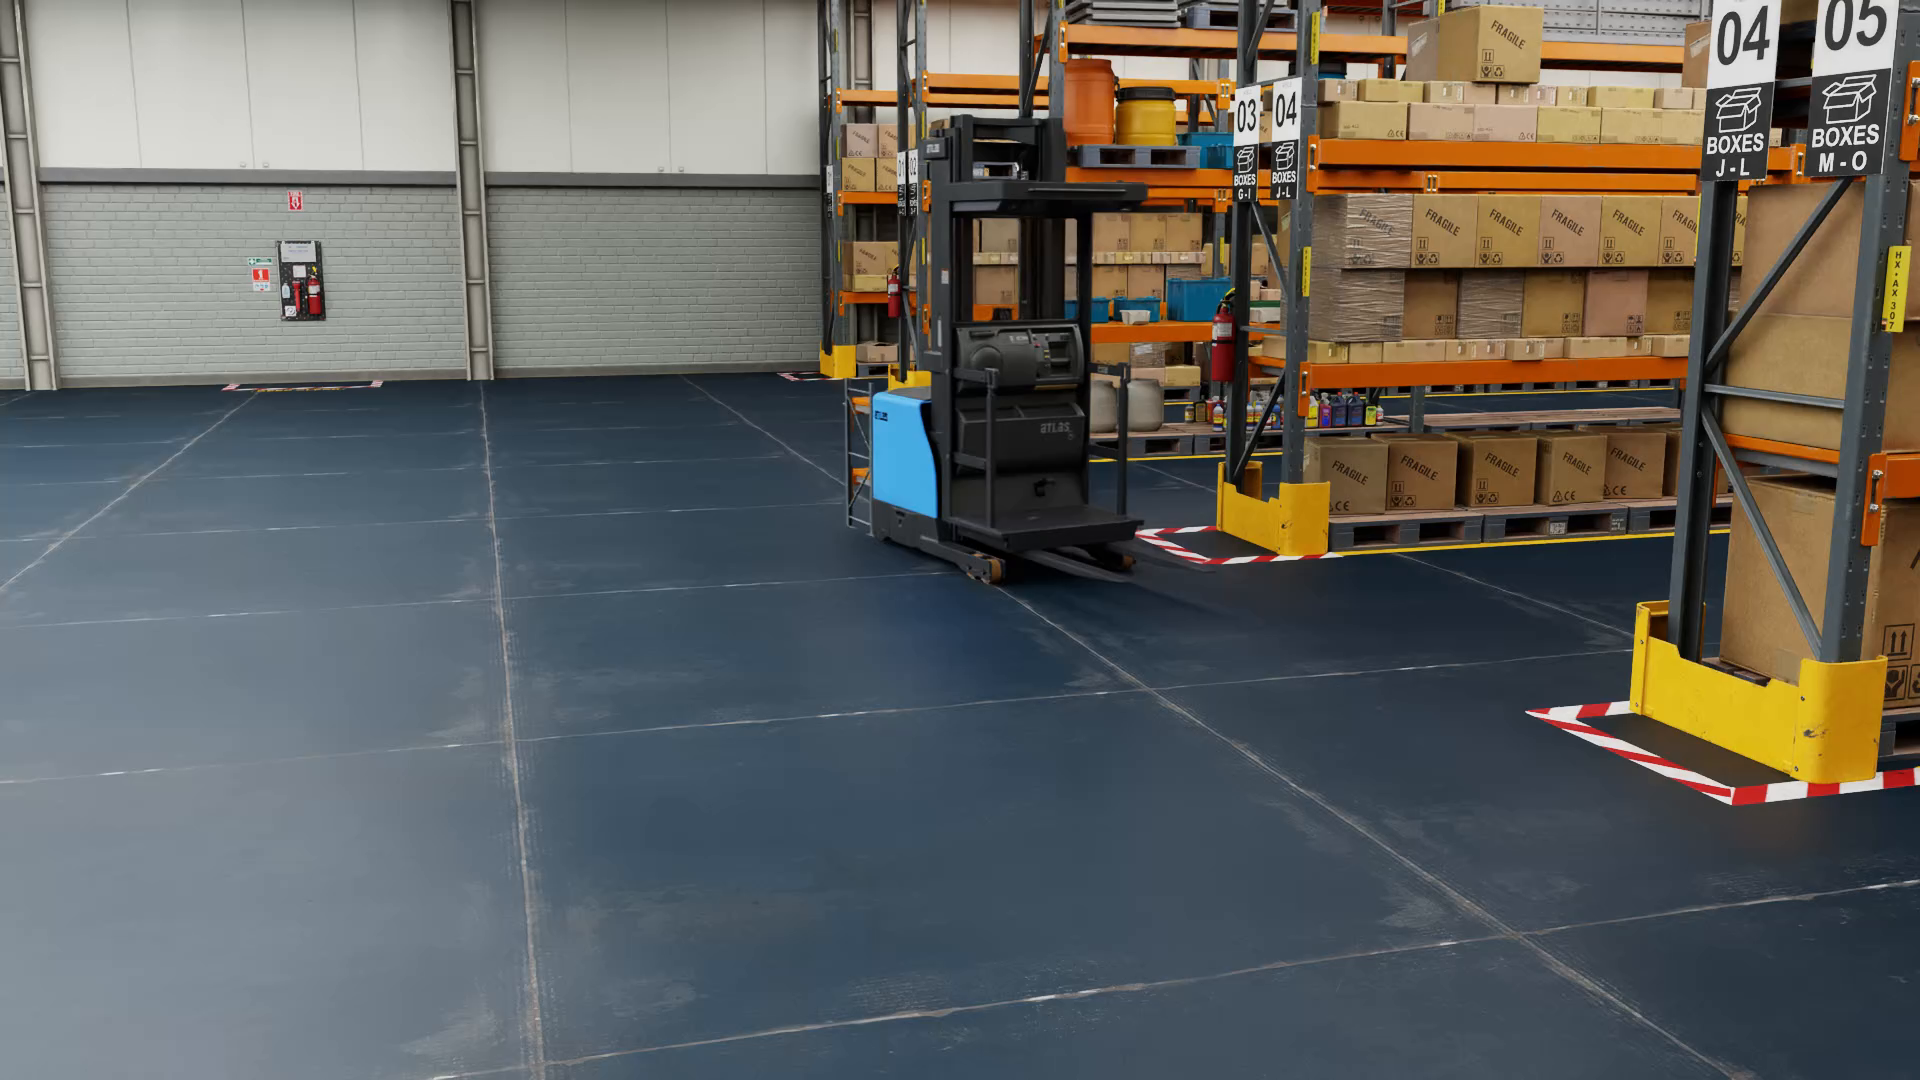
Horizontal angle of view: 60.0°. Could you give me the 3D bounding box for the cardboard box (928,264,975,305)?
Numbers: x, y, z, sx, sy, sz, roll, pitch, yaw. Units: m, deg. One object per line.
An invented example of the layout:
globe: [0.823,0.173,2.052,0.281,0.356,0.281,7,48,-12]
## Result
cardboard box: [-0.147,-3.259,21.188,0.500,0.500,0.700,-3,11,-16]

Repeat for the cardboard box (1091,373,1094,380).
cardboard box: [1.418,-2.107,21.640,0.500,0.250,0.500,-3,11,-16]

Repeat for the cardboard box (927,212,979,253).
cardboard box: [-0.097,-3.900,21.086,0.500,0.500,0.700,-3,11,-16]

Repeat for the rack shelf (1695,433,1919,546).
rack shelf: [5.376,-0.346,7.629,4.000,0.370,1.077,-3,11,-16]

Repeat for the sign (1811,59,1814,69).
sign: [6.166,-3.304,11.997,0.005,0.325,0.100,-3,11,-16]

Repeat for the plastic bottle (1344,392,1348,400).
plastic bottle: [4.194,-1.464,18.036,0.097,0.271,0.097,0,10,0]

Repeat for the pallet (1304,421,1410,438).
pallet: [3.966,-1.131,17.610,1.213,0.211,1.003,-3,11,-16]

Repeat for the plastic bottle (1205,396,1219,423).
plastic bottle: [2.672,-1.381,17.572,0.135,0.276,0.152,-3,11,-16]

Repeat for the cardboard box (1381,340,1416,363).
cardboard box: [2.996,-1.335,11.707,0.250,0.149,0.380,-3,11,-16]

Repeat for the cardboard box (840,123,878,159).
cardboard box: [-1.550,-6.053,25.262,0.500,0.500,0.500,-4,11,-20]

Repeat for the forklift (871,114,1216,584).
forklift: [0.503,-1.253,10.757,1.130,2.935,3.031,-6,12,-28]

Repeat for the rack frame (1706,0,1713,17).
rack frame: [8.463,-5.682,18.059,0.127,3.000,1.000,-3,11,-16]

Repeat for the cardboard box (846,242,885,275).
cardboard box: [-1.445,-4.326,25.549,0.500,0.500,0.500,-3,11,-16]

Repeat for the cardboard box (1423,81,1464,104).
cardboard box: [3.261,-3.069,11.462,0.250,0.149,0.380,-3,11,-14]

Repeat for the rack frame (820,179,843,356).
rack frame: [-1.987,-4.049,25.758,0.127,3.000,1.000,-3,11,-16]

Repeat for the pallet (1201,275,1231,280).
pallet: [3.805,-4.253,27.391,1.213,0.211,1.003,-3,11,-16]

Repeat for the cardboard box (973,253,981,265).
cardboard box: [0.090,-3.553,20.993,0.250,0.149,0.380,-3,11,-17]

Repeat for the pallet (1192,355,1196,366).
pallet: [3.774,-2.982,27.664,1.213,0.211,1.003,-3,11,-16]

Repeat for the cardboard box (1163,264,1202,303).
cardboard box: [2.817,-3.417,22.044,0.500,0.500,0.700,-3,11,-17]

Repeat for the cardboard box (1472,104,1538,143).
cardboard box: [3.671,-2.899,11.636,0.500,0.250,0.500,-3,11,-16]

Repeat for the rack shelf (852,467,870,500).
rack shelf: [-0.281,-0.419,12.566,1.000,0.278,0.538,-5,12,-26]

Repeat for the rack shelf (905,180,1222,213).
rack shelf: [1.321,-4.411,21.425,4.000,0.370,1.077,-3,11,-16]

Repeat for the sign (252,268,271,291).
sign: [-10.261,-3.821,24.417,0.234,0.329,0.001,-3,11,-16]

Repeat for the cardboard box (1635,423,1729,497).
cardboard box: [5.611,-0.633,12.942,0.500,0.500,0.500,-3,11,-18]

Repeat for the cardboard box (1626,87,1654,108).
cardboard box: [4.750,-3.155,11.930,0.250,0.149,0.380,-3,11,-14]

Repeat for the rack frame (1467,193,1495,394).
rack frame: [7.082,-3.593,23.280,0.127,3.000,1.000,-3,11,-16]

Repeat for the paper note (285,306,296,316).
paper note: [-9.891,-3.383,24.571,0.142,0.148,0.016,-3,11,-16]

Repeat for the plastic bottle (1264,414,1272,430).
plastic bottle: [3.130,-1.232,16.969,0.097,0.201,0.097,0,10,0]

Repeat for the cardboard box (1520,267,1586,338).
cardboard box: [4.124,-1.772,12.289,0.500,0.500,0.875,-3,11,-16]

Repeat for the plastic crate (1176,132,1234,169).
plastic crate: [2.528,-3.943,16.941,0.575,0.384,0.392,-3,11,-16]

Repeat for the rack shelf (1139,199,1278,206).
rack shelf: [3.773,-5.474,27.201,4.000,0.370,1.077,-3,11,-16]

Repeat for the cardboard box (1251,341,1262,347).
cardboard box: [4.190,-2.523,22.352,0.500,0.311,0.500,-3,11,-17]

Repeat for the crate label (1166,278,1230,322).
crate label: [2.473,-2.485,17.161,0.616,0.435,0.502,-3,11,-16]

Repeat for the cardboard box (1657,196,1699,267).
cardboard box: [5.172,-2.260,12.177,0.500,0.500,0.500,-3,11,-16]

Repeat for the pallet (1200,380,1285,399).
pallet: [3.938,-2.064,22.673,1.213,0.211,1.003,-3,11,-16]

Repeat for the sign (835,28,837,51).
sign: [-1.836,-7.404,24.611,0.005,0.325,0.100,-3,11,-16]

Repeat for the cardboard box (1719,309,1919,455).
cardboard box: [3.799,-0.699,7.146,0.550,0.550,0.875,-3,11,-16]

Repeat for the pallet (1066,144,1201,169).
pallet: [1.603,-3.734,16.283,1.213,0.211,1.003,-3,11,-16]

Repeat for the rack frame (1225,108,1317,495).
rack frame: [2.166,-1.466,11.726,0.127,3.000,1.000,-3,11,-16]

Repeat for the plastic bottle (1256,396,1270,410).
plastic bottle: [3.207,-1.382,17.577,0.135,0.276,0.152,-3,11,-16]

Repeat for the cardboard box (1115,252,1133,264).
cardboard box: [2.063,-3.657,21.558,0.250,0.149,0.380,-3,11,-16]

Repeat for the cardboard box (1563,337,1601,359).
cardboard box: [4.438,-1.410,12.113,0.250,0.149,0.380,-3,11,-16]

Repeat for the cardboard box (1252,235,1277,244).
cardboard box: [5.066,-4.997,27.624,0.250,0.149,0.380,-5,12,-25]

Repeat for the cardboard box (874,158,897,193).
cardboard box: [-1.071,-5.578,25.445,0.500,0.500,0.500,-2,11,-12]

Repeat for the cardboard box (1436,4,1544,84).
cardboard box: [3.667,-3.411,11.526,0.500,0.500,0.500,-3,11,-16]

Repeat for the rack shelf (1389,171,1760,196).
rack shelf: [6.542,-3.752,17.846,4.000,0.370,1.077,-3,11,-16]

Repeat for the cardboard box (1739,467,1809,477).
cardboard box: [6.602,-0.683,13.160,0.500,0.500,0.700,-4,11,-20]

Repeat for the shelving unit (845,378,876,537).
shelving unit: [-0.281,-0.659,12.522,1.048,1.125,0.538,-5,12,-26]

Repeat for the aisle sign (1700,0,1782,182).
aisle sign: [3.303,-1.926,7.043,0.004,0.787,0.394,-3,11,-16]

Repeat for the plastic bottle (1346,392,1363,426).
plastic bottle: [4.084,-1.361,17.253,0.185,0.351,0.144,-3,11,-17]

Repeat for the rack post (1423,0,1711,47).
rack post: [6.489,-5.693,17.564,3.121,1.000,1.013,-3,11,-16]

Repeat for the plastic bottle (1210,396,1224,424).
plastic bottle: [2.702,-1.366,17.471,0.133,0.283,0.061,-3,11,-16]
